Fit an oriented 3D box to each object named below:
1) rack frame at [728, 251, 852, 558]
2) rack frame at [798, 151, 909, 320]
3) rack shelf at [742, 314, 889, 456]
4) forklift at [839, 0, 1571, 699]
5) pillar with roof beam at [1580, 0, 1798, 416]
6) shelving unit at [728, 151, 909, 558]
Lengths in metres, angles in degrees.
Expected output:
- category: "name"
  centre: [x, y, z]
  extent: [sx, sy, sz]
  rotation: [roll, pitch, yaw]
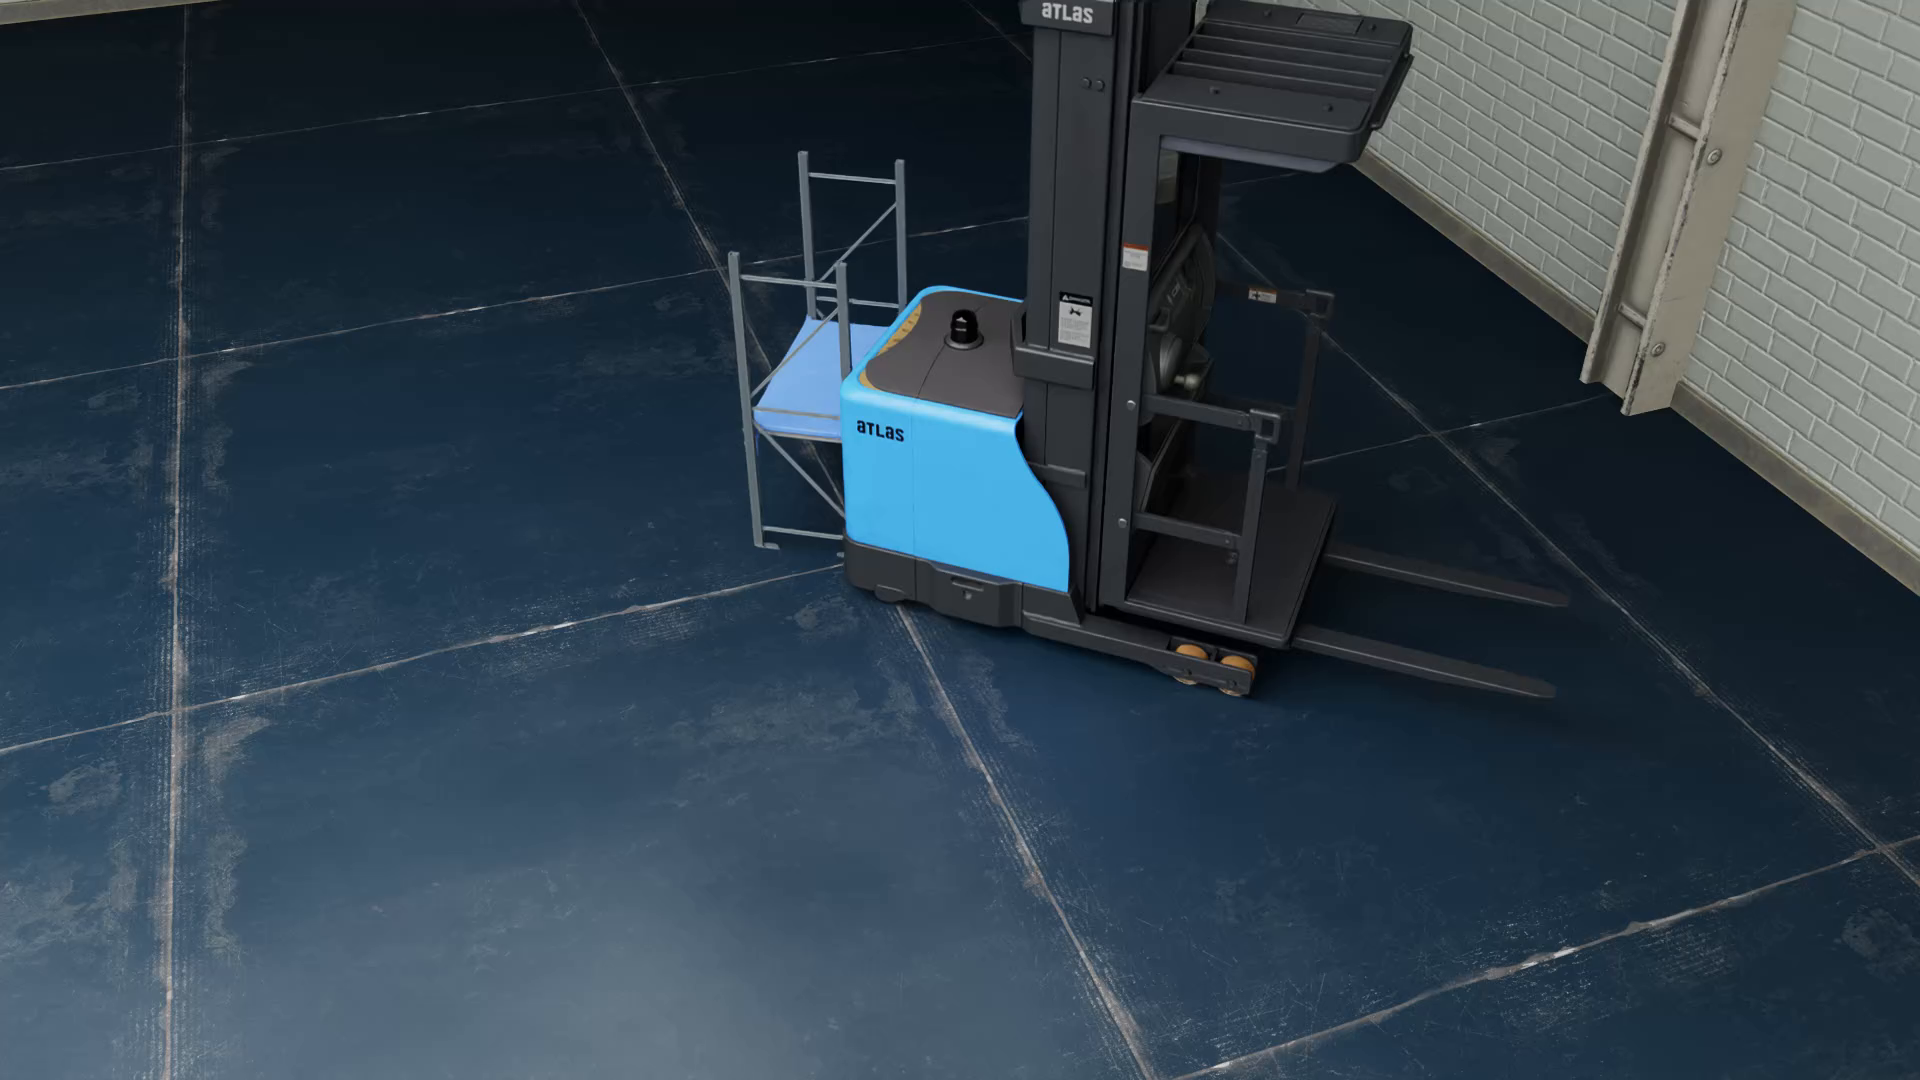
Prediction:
- category: "rack frame"
  centre: [-0.704, -0.547, 7.230]
  extent: [0.500, 1.500, 0.032]
  rotation: [7, 38, 9]
- category: "rack frame"
  centre: [-0.495, -1.146, 8.025]
  extent: [0.500, 1.500, 0.032]
  rotation: [7, 38, 9]
- category: "rack shelf"
  centre: [-0.599, -0.703, 7.736]
  extent: [0.538, 0.185, 1.000]
  rotation: [7, 38, 9]
- category: "forklift"
  centre: [1.057, -0.889, 6.494]
  extent: [3.031, 2.935, 1.130]
  rotation: [13, 39, 17]
- category: "pillar with roof beam"
  centre: [-0.519, -3.487, 4.900]
  extent: [9.100, 9.000, 0.400]
  rotation: [-12, 39, -16]
- category: "shelving unit"
  centre: [-0.599, -0.847, 7.627]
  extent: [0.538, 1.500, 1.048]
  rotation: [7, 38, 9]
